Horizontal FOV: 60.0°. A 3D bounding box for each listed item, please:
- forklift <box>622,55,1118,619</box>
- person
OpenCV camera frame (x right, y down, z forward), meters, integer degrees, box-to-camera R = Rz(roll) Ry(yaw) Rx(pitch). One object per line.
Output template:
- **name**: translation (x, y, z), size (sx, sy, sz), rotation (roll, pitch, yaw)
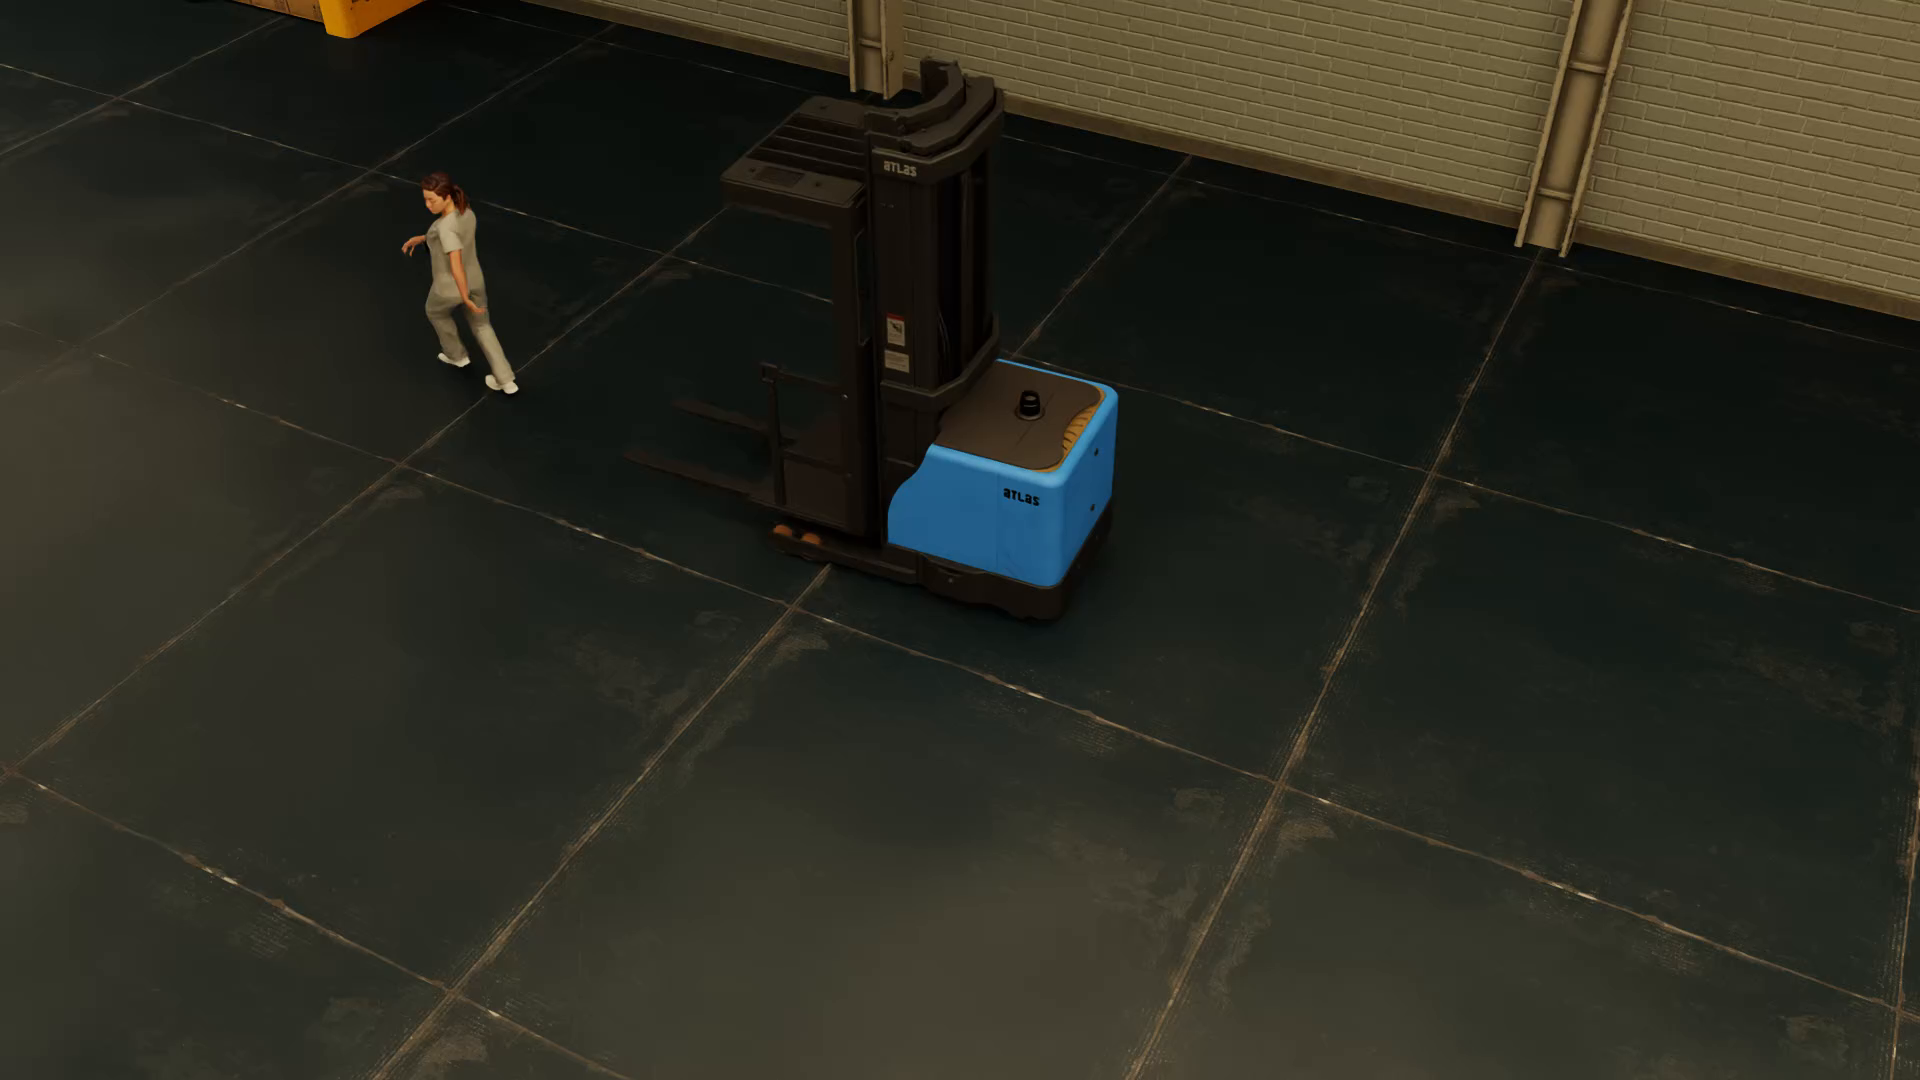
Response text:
- **forklift**: translation (-0.629, -1.289, 9.517), size (3.031, 2.935, 1.130), rotation (16, 43, 18)
- **person**: translation (-3.366, -1.635, 11.185), size (0.900, 1.372, 0.461), rotation (25, 46, 27)
